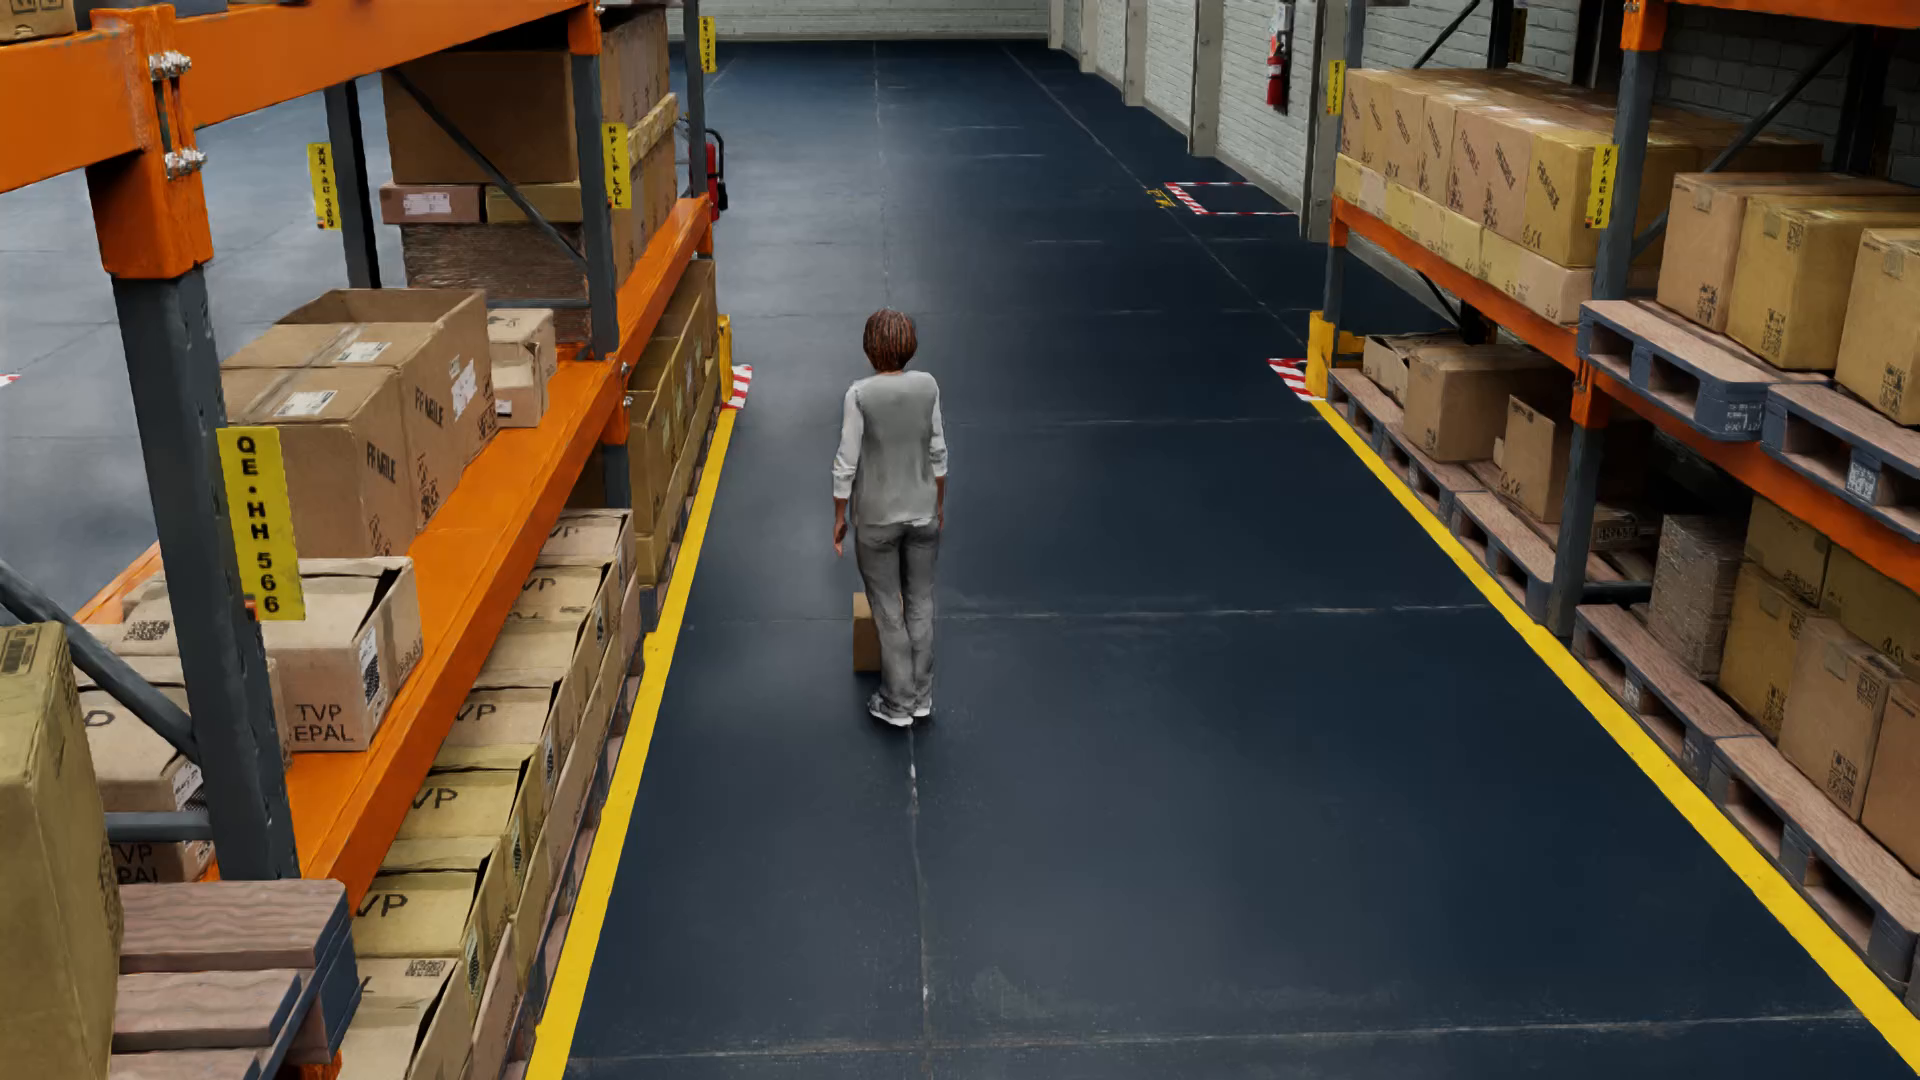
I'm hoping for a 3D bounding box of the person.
[{"bbox_3d":[-0.244,-0.065,6.254,0.464,1.608,0.369,-9,23,-23],"label":"person"}]
